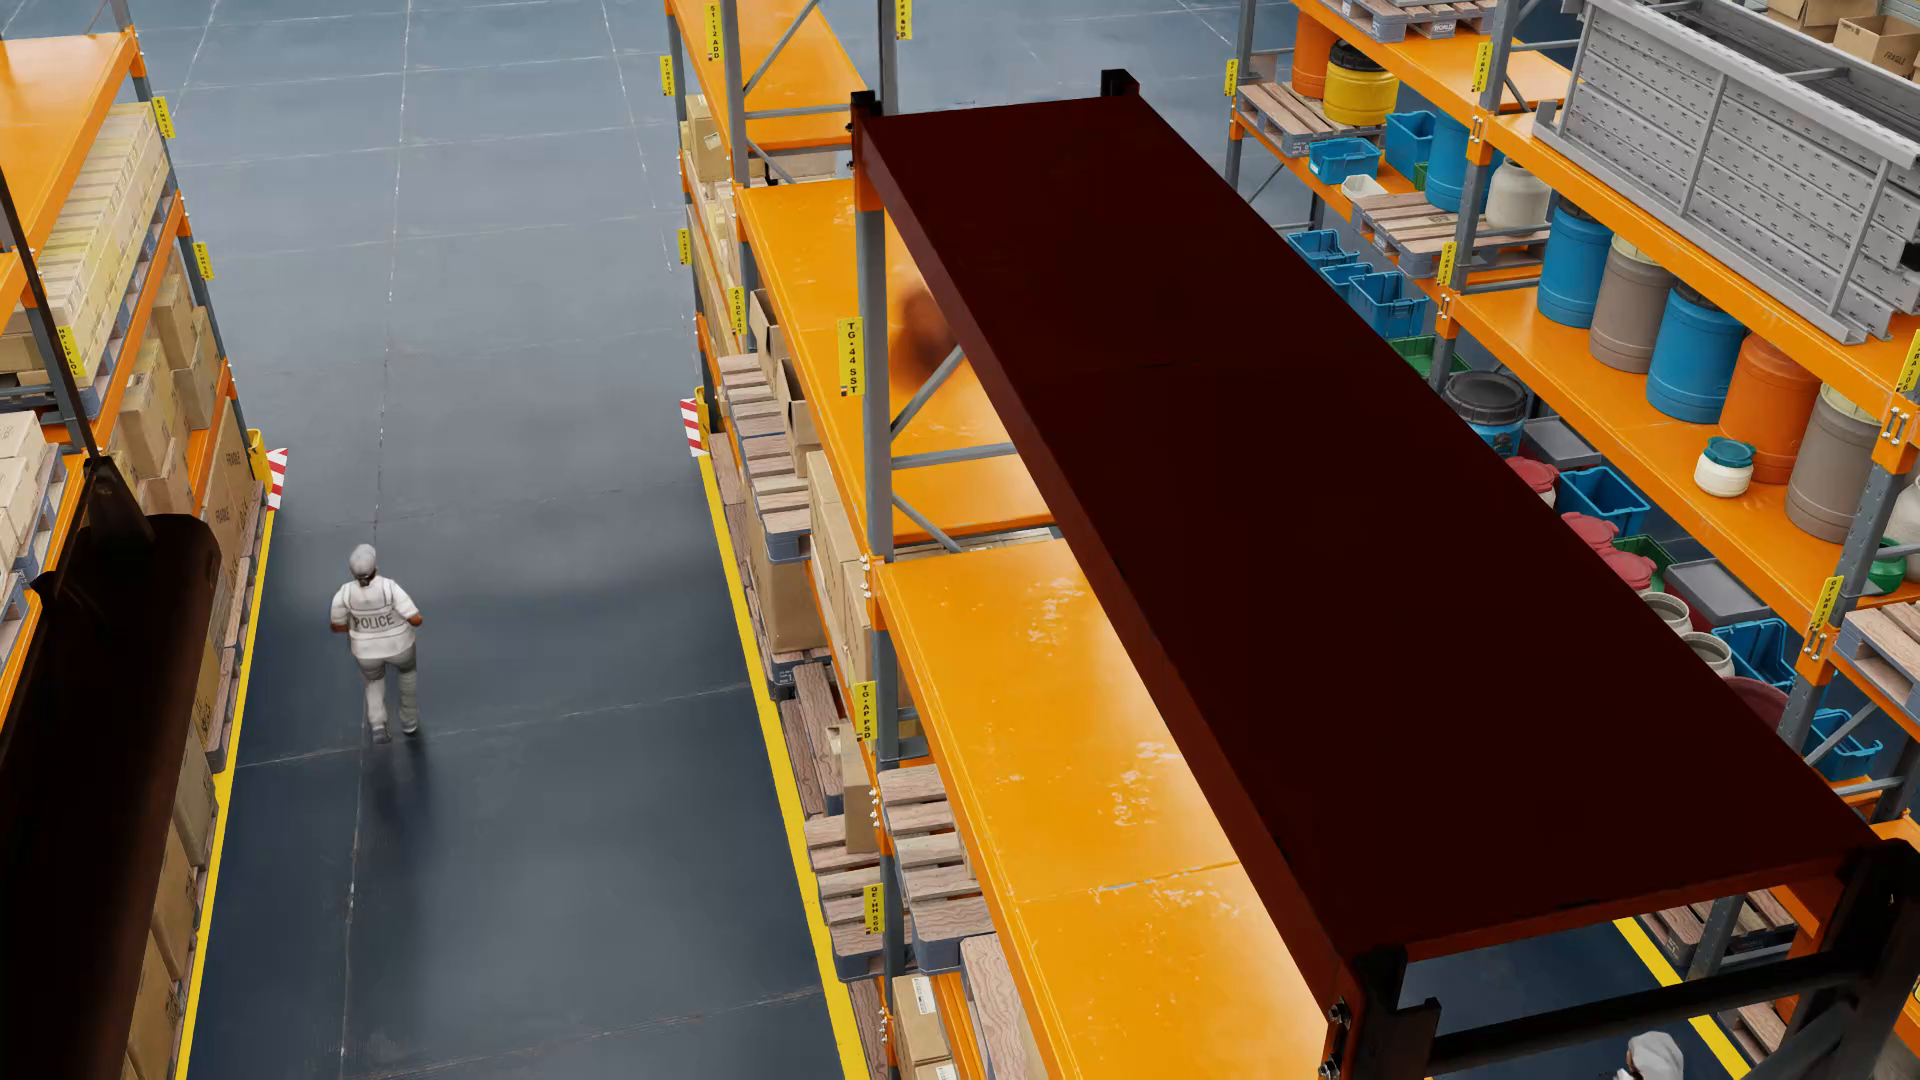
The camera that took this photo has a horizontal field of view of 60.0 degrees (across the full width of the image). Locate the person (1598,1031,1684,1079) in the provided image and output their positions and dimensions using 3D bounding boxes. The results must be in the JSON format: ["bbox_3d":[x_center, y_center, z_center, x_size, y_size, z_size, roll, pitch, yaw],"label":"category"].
[{"bbox_3d":[3.201,3.050,8.103,0.610,1.694,0.860,-8,35,-11],"label":"person"}]

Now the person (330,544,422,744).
[{"bbox_3d":[-4.010,0.746,11.575,0.608,1.617,0.599,-6,35,-9],"label":"person"}]
